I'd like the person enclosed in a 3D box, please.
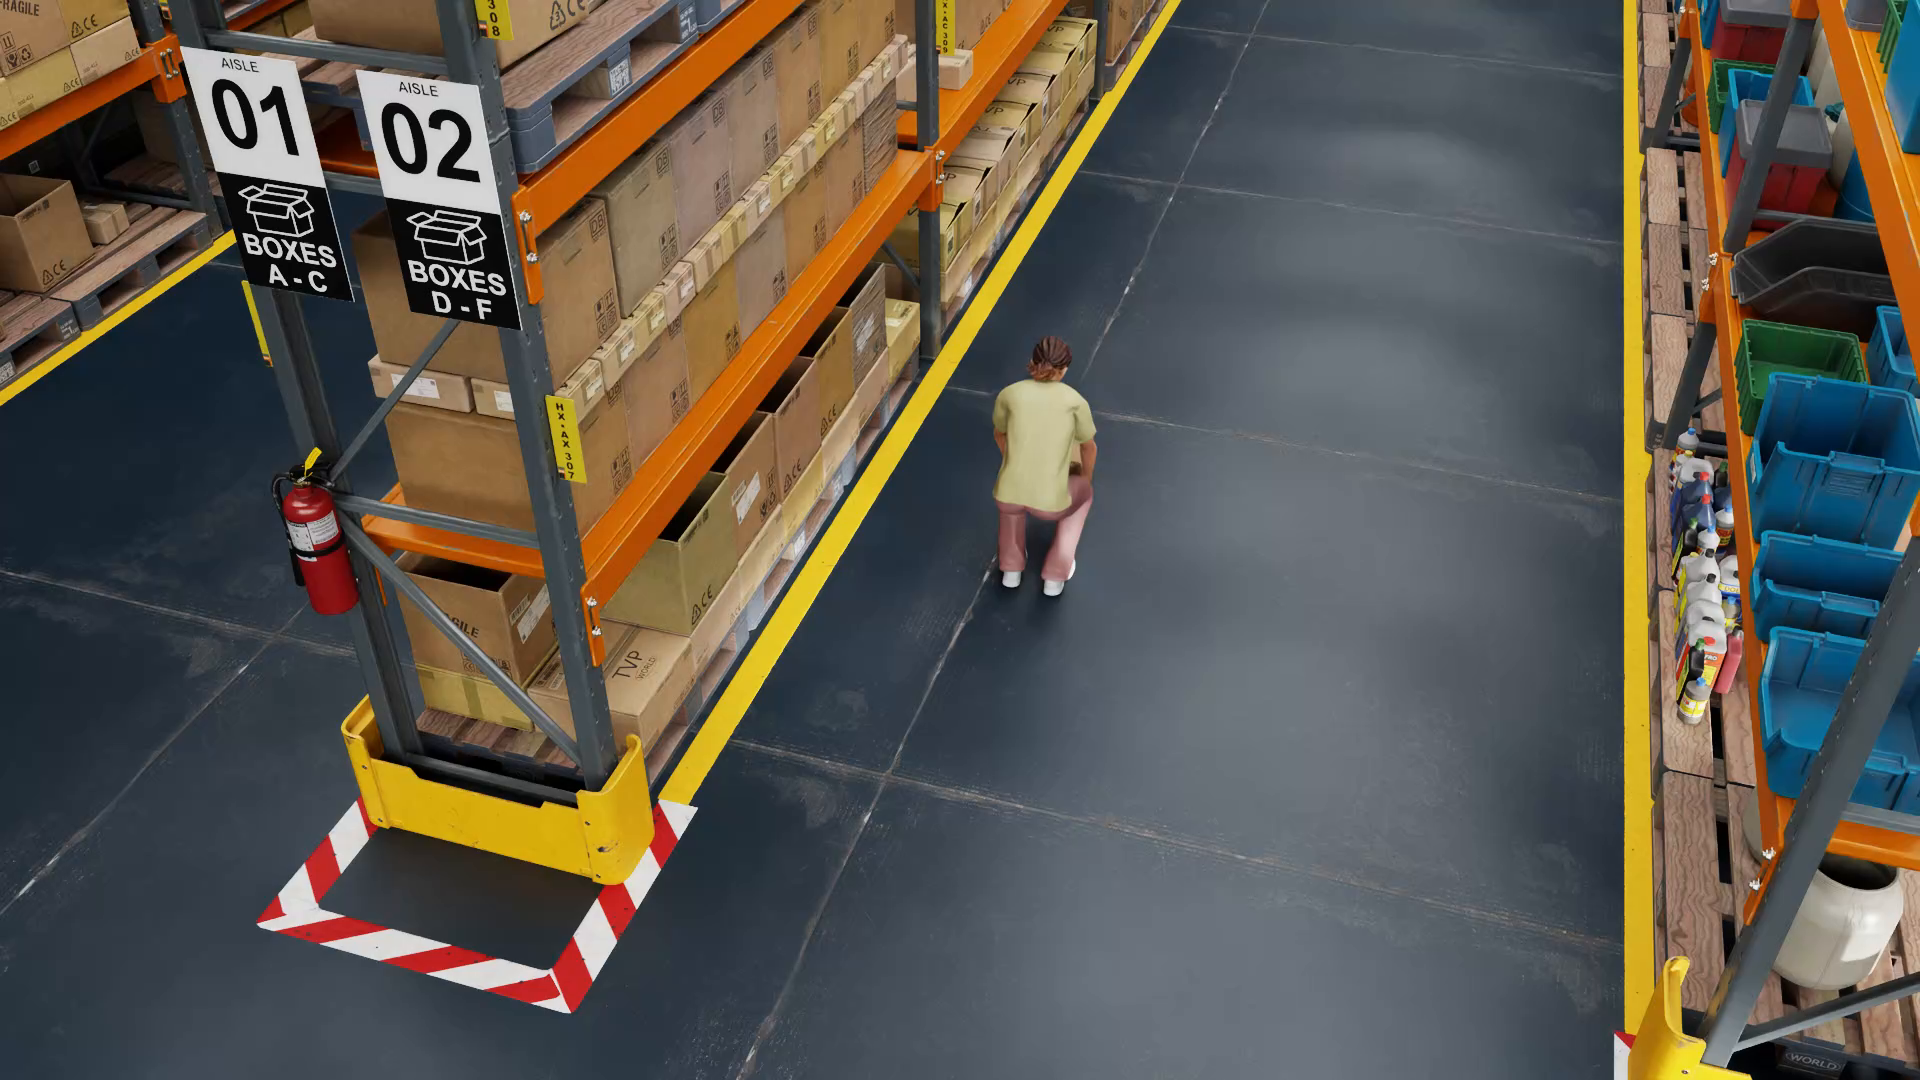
[{"bbox_3d":[0.360,-0.328,7.790,0.503,1.116,0.747,11,38,14],"label":"person"}]
